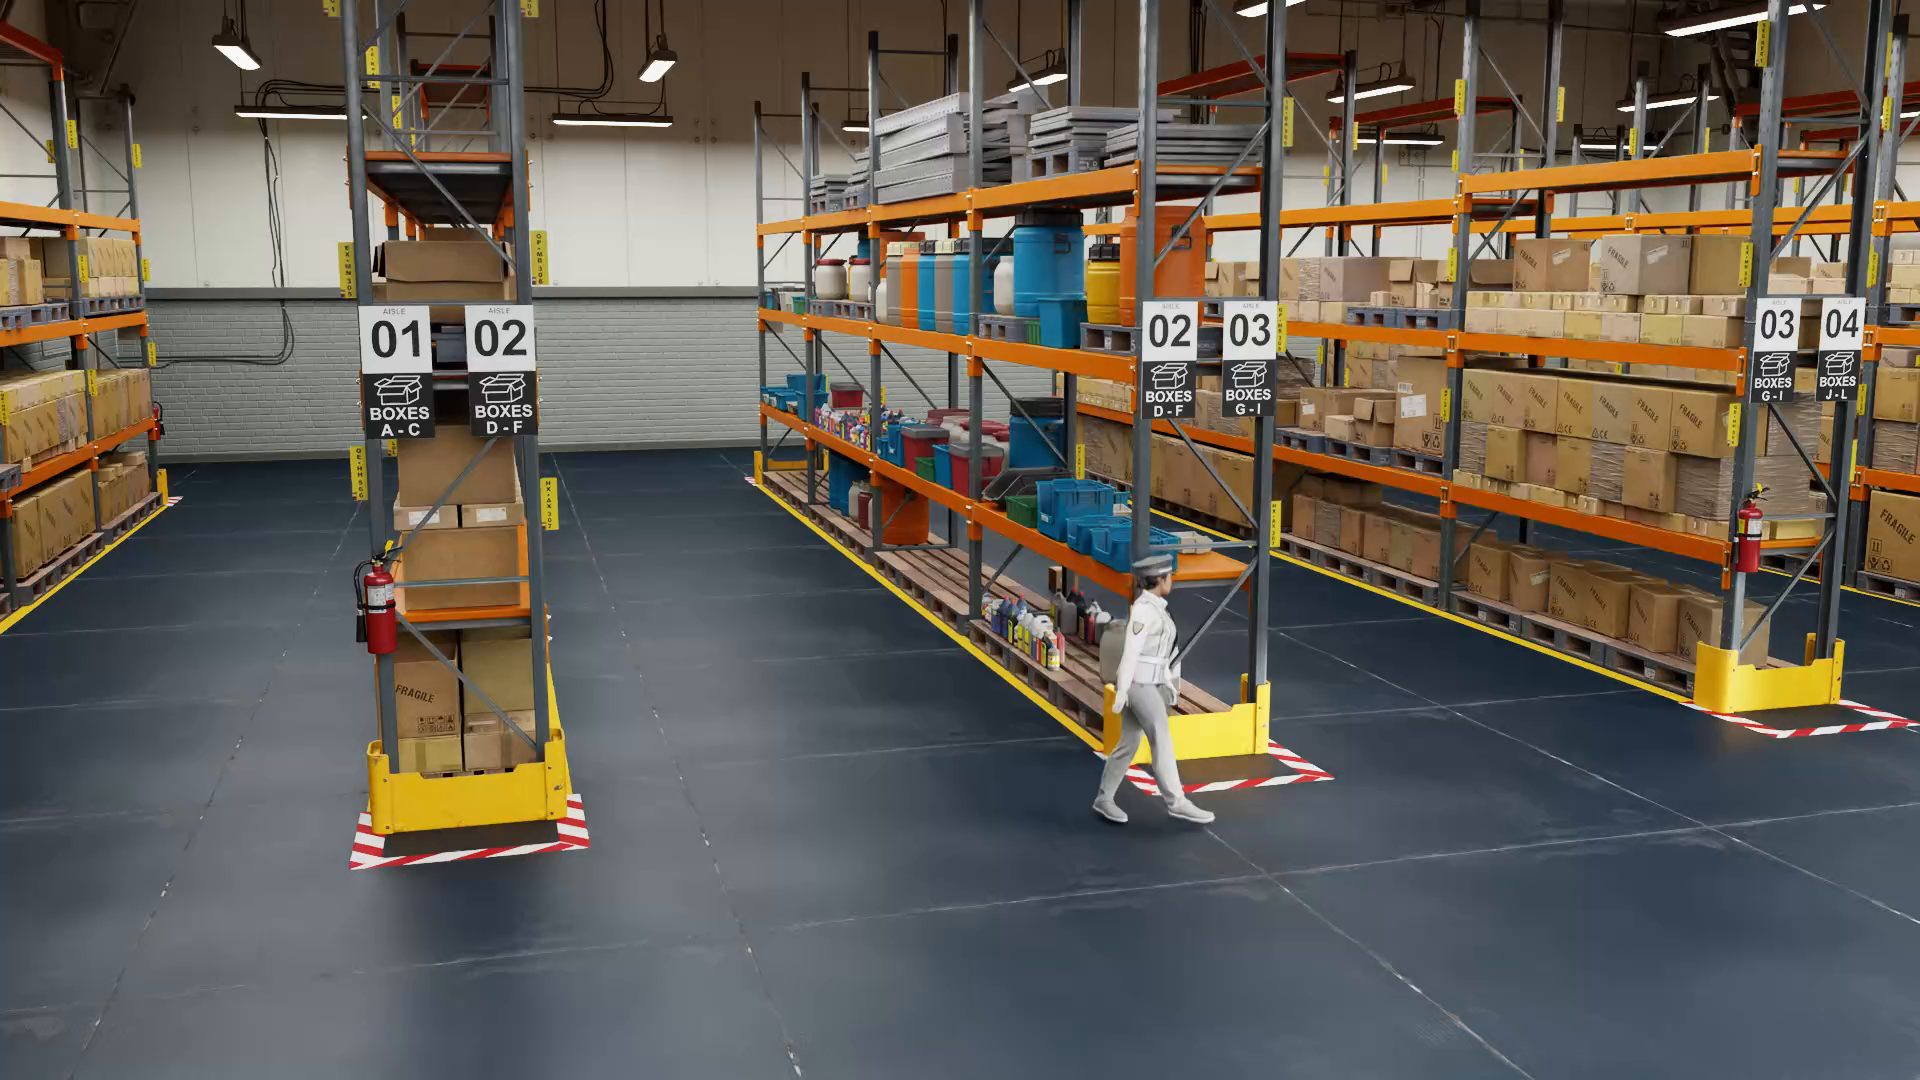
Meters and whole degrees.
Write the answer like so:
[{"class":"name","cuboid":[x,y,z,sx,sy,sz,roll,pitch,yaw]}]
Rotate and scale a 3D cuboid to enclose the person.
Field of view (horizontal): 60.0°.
[{"class":"person","cuboid":[1.229,0.919,10.352,0.754,1.646,0.529,2,9,12]}]
